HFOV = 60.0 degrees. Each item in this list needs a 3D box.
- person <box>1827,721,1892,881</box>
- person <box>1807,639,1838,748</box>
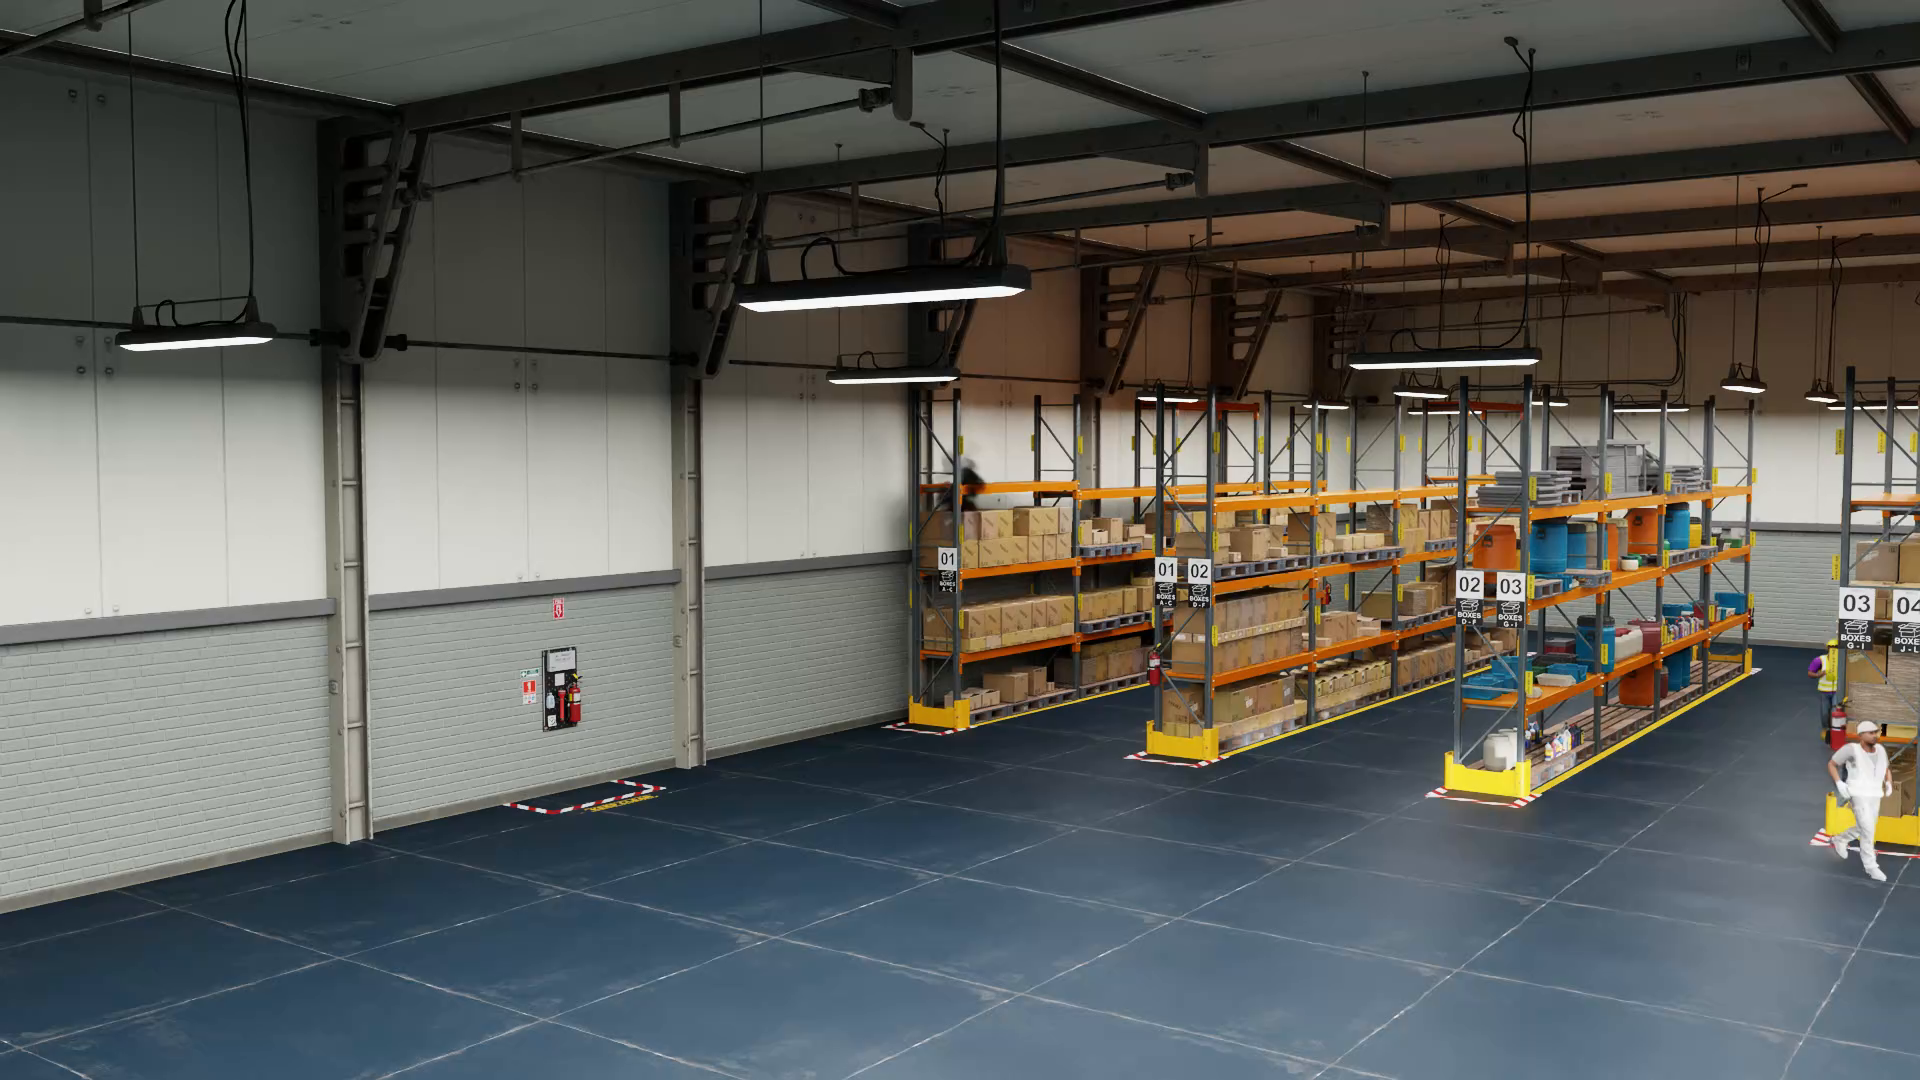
[{"bbox_3d":[10.598,3.007,19.542,0.690,1.785,0.936,-1,3,-14],"label":"person"},{"bbox_3d":[14.459,2.517,27.590,0.736,1.755,0.956,2,4,25],"label":"person"}]
